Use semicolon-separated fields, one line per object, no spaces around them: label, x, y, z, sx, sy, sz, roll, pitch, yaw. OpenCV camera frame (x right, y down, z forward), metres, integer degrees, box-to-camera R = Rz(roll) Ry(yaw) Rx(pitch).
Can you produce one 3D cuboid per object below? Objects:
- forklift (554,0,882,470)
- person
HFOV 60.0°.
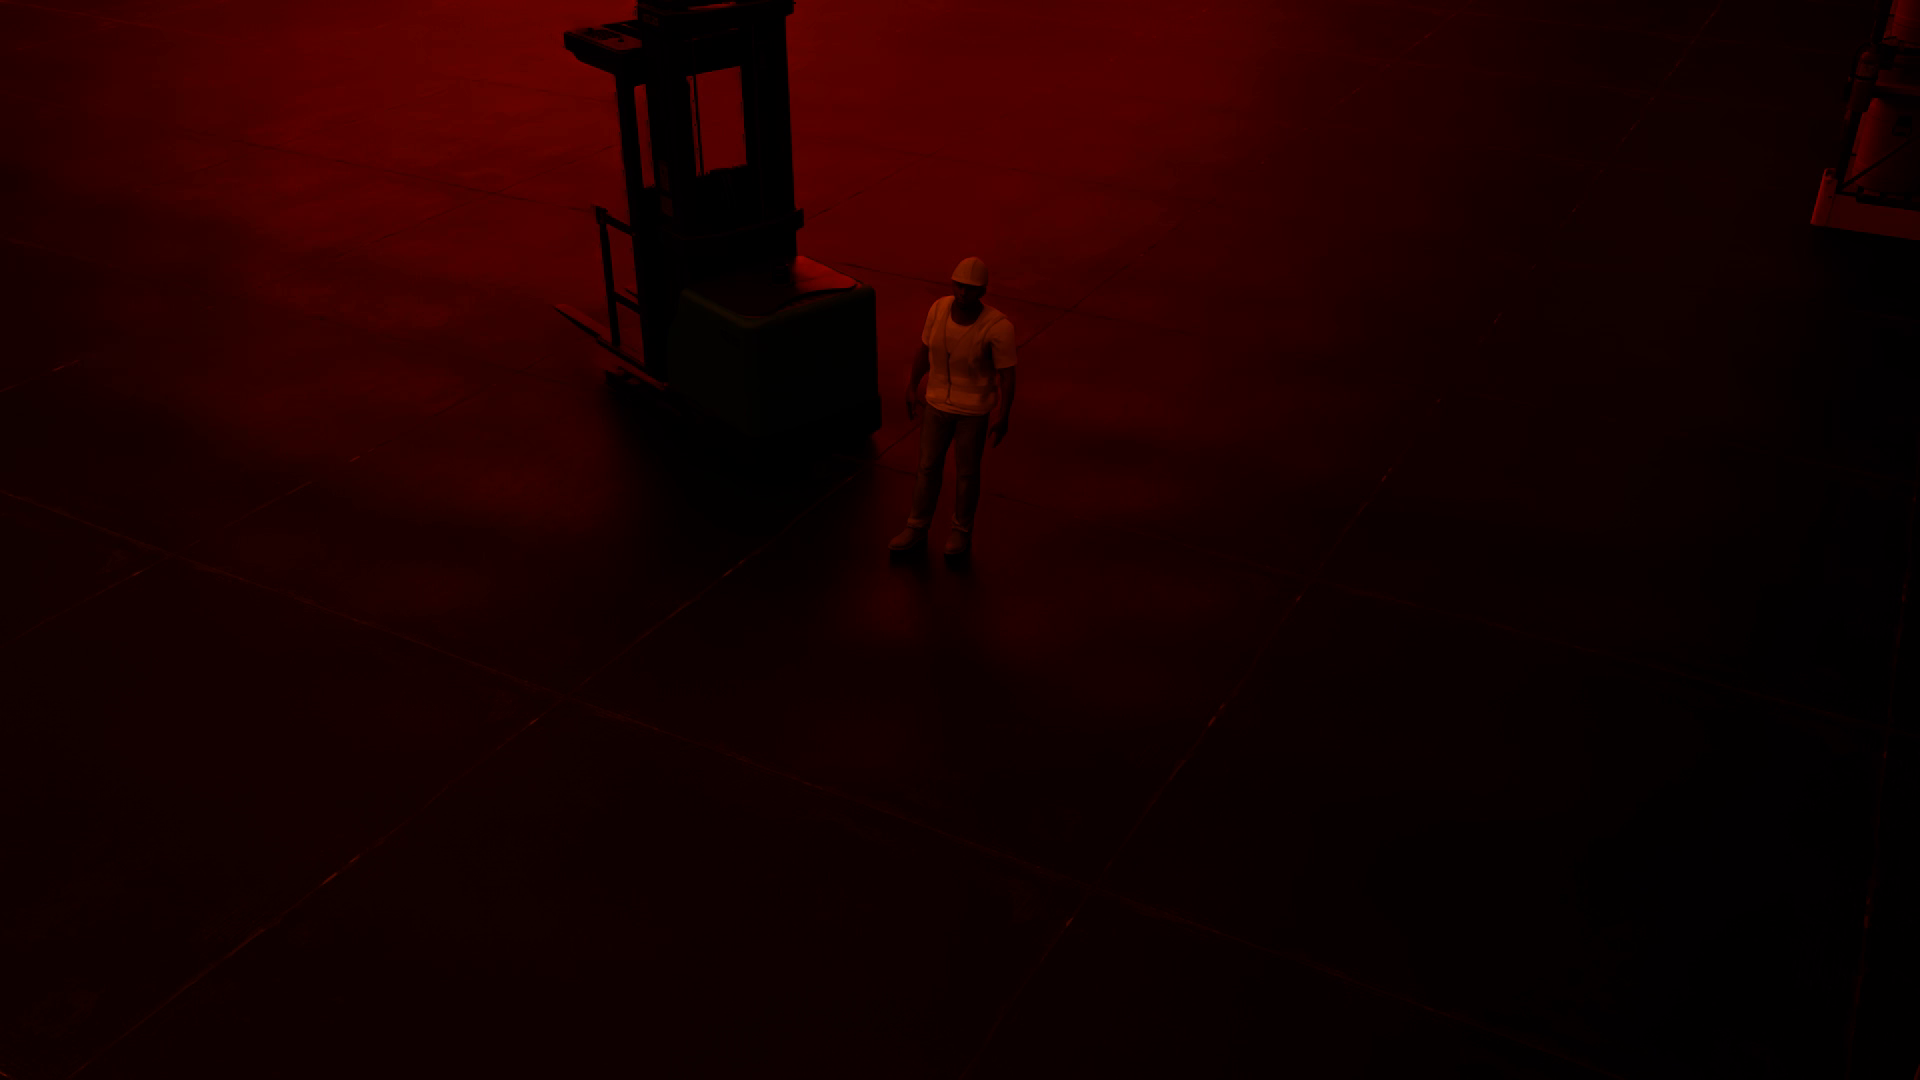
forklift;-1.858;-2.382;11.198;1.130;2.935;3.031;-23;37;-34
person;-0.038;-0.742;9.507;0.666;1.768;0.575;15;33;25
